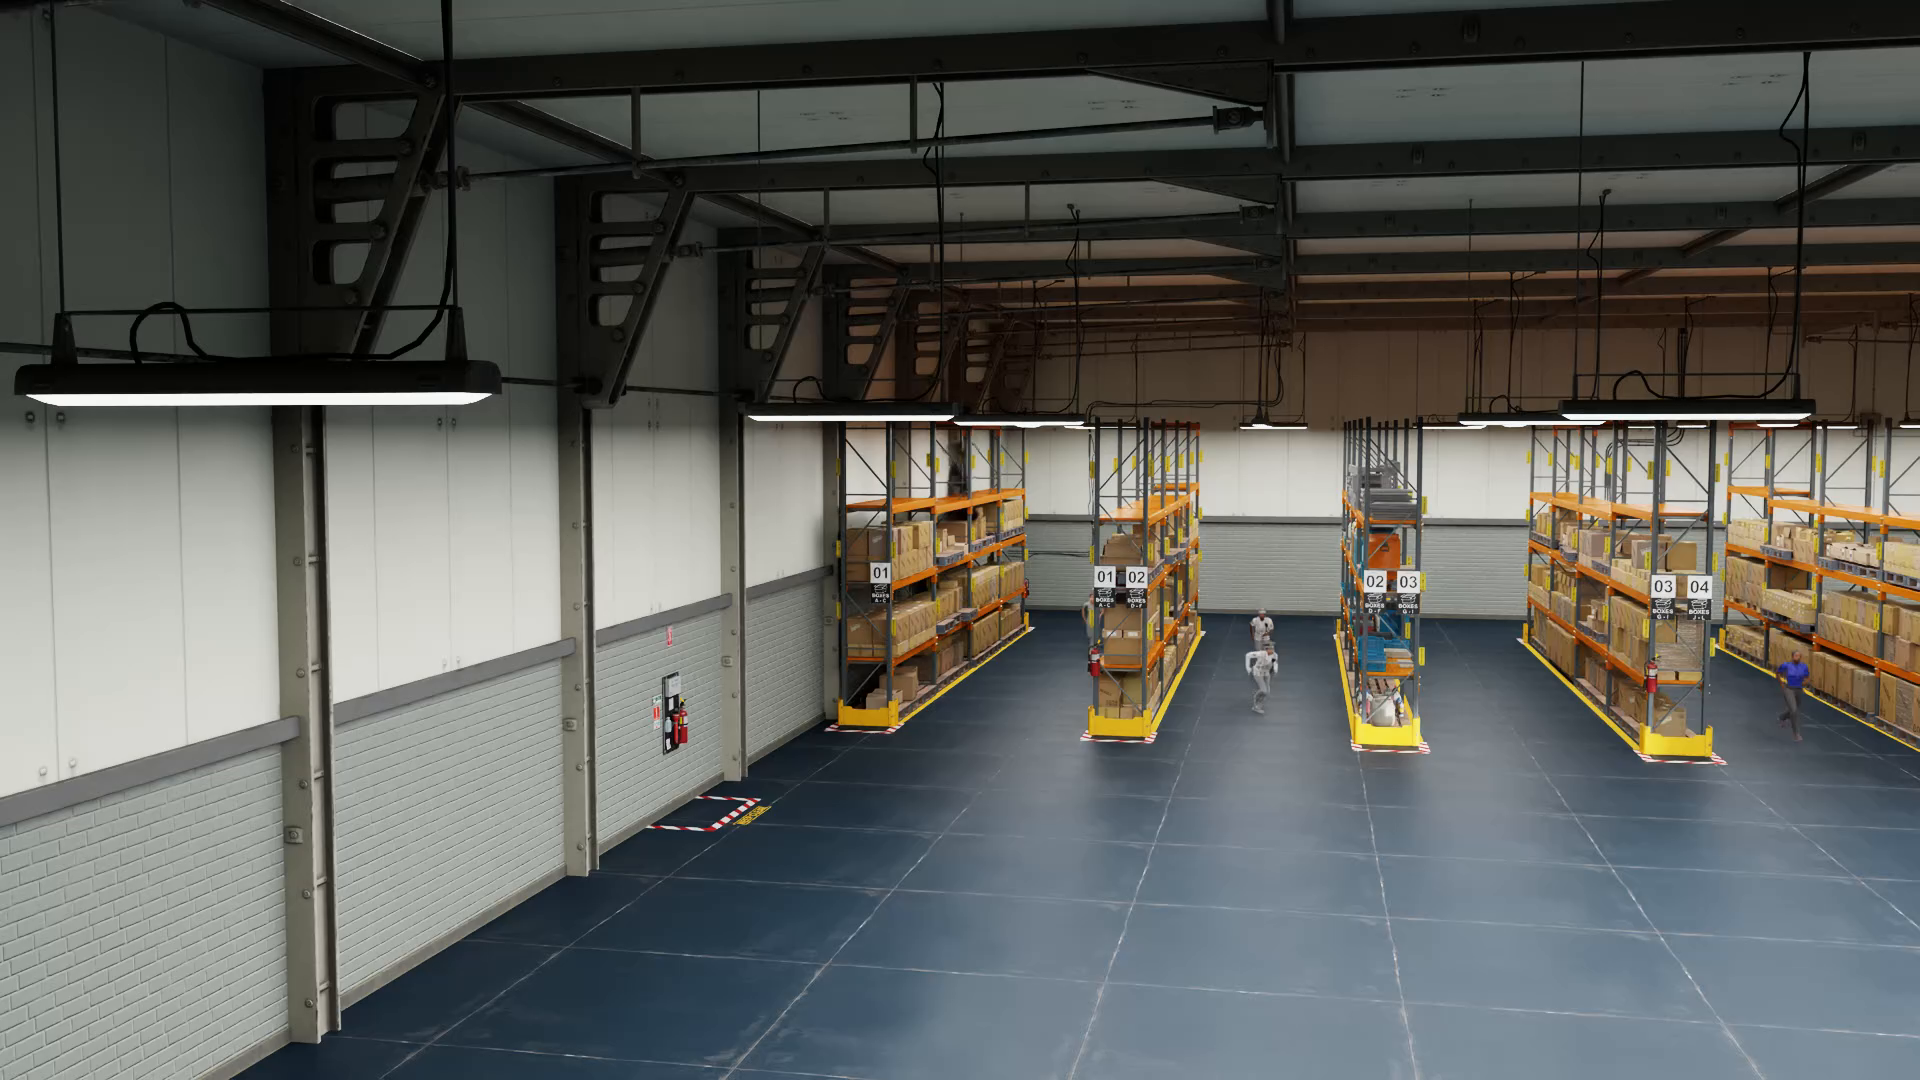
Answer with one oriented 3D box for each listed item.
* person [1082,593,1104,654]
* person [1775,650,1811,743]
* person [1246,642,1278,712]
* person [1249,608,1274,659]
[{"bbox_3d":[3.429,2.157,42.978,0.554,1.597,0.703,0,4,4],"label":"person"},{"bbox_3d":[15.621,2.942,31.181,0.532,1.607,1.045,0,4,-4],"label":"person"},{"bbox_3d":[6.125,2.788,33.747,0.646,1.496,0.817,-1,4,-18],"label":"person"},{"bbox_3d":[7.106,2.391,39.197,0.562,1.611,0.678,1,4,9],"label":"person"}]
